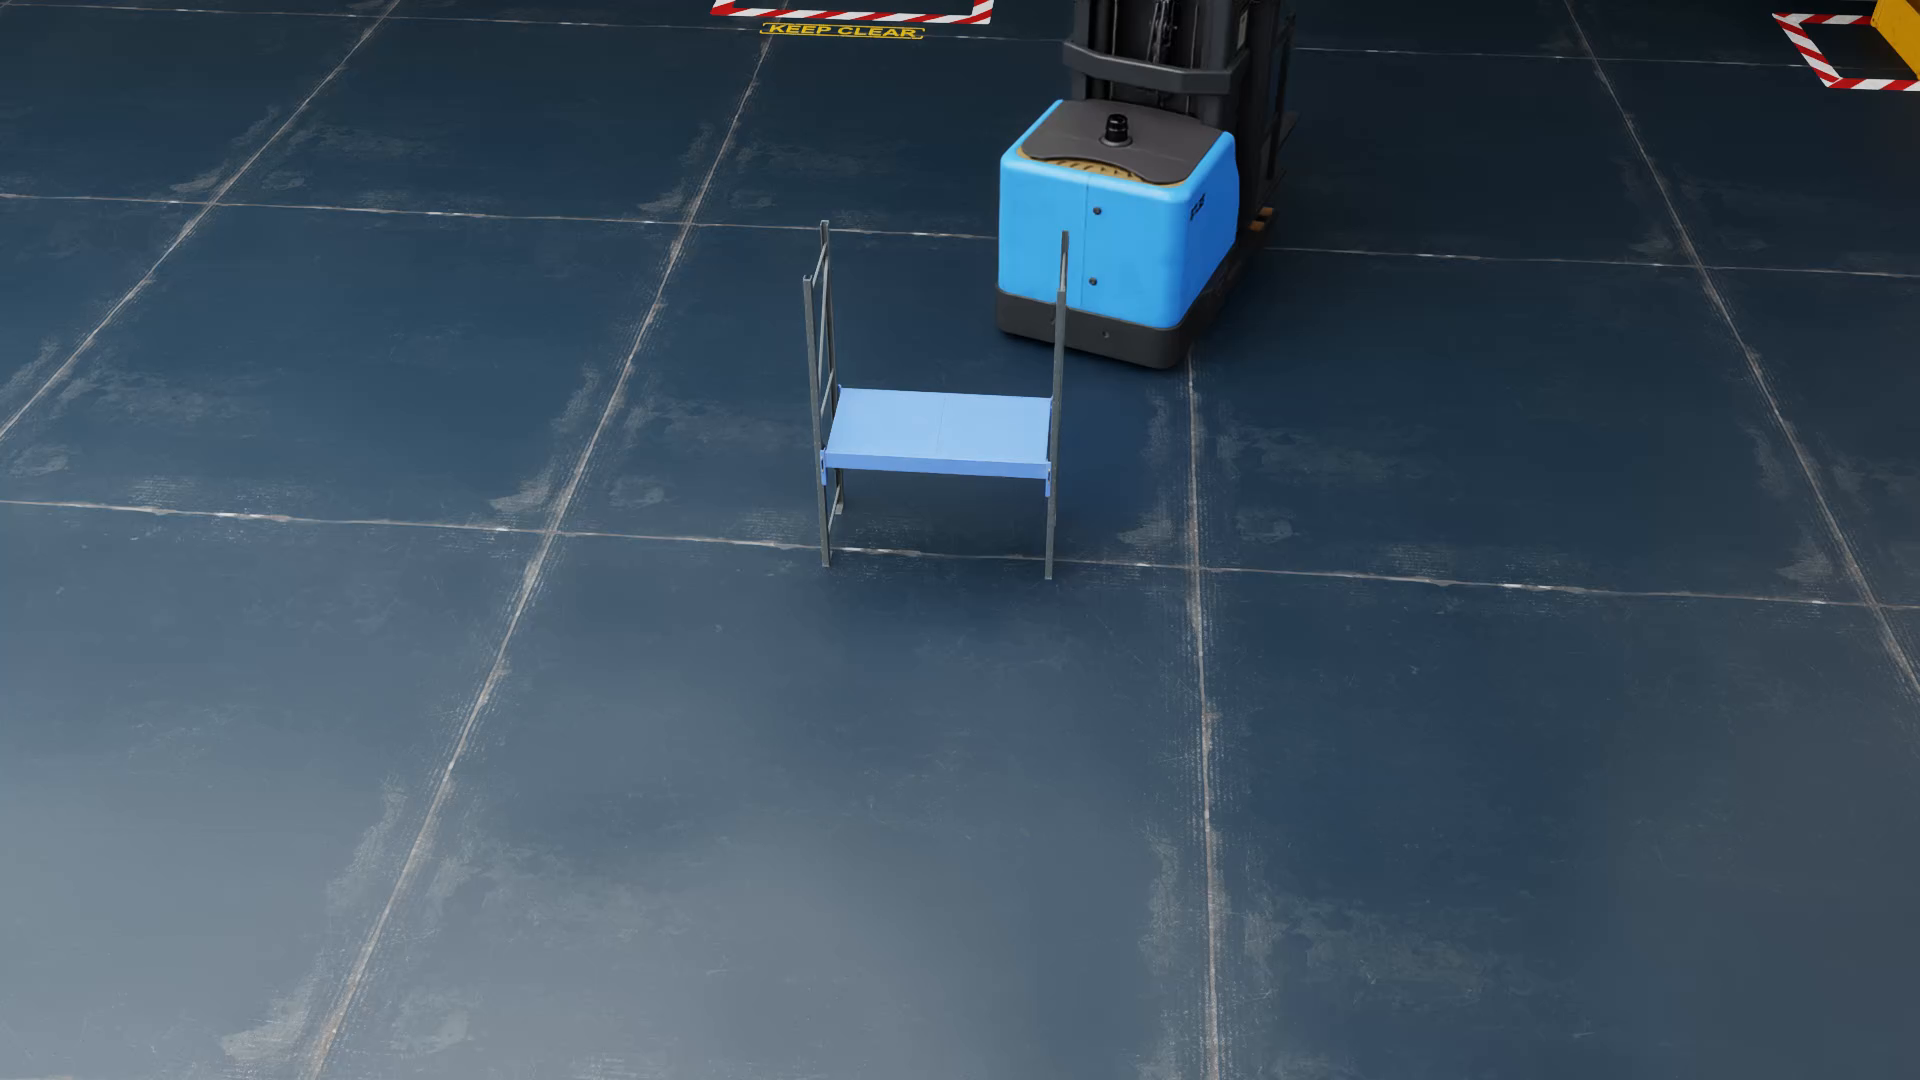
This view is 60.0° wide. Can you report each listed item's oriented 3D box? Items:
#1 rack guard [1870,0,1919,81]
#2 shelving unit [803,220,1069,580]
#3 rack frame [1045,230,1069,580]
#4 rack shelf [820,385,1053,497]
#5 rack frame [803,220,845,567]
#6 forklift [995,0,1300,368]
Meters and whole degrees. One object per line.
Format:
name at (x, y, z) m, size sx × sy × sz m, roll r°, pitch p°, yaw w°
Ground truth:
rack guard at (6.986, -3.748, 11.959) m, size 0.348 × 0.500 × 1.175 m, roll 3°, pitch 39°, yaw 4°
shelving unit at (-0.085, -0.586, 7.282) m, size 1.048 × 1.500 × 0.538 m, roll 3°, pitch 39°, yaw 4°
rack frame at (0.421, -0.559, 7.248) m, size 0.032 × 1.500 × 0.500 m, roll 3°, pitch 39°, yaw 4°
rack shelf at (-0.085, -0.447, 7.396) m, size 1.000 × 0.185 × 0.538 m, roll 3°, pitch 39°, yaw 4°
rack frame at (-0.591, -0.614, 7.316) m, size 0.032 × 1.500 × 0.500 m, roll 3°, pitch 39°, yaw 4°
forklift at (1.268, -2.967, 9.073) m, size 1.130 × 2.935 × 3.031 m, roll 16°, pitch 42°, yaw 19°
